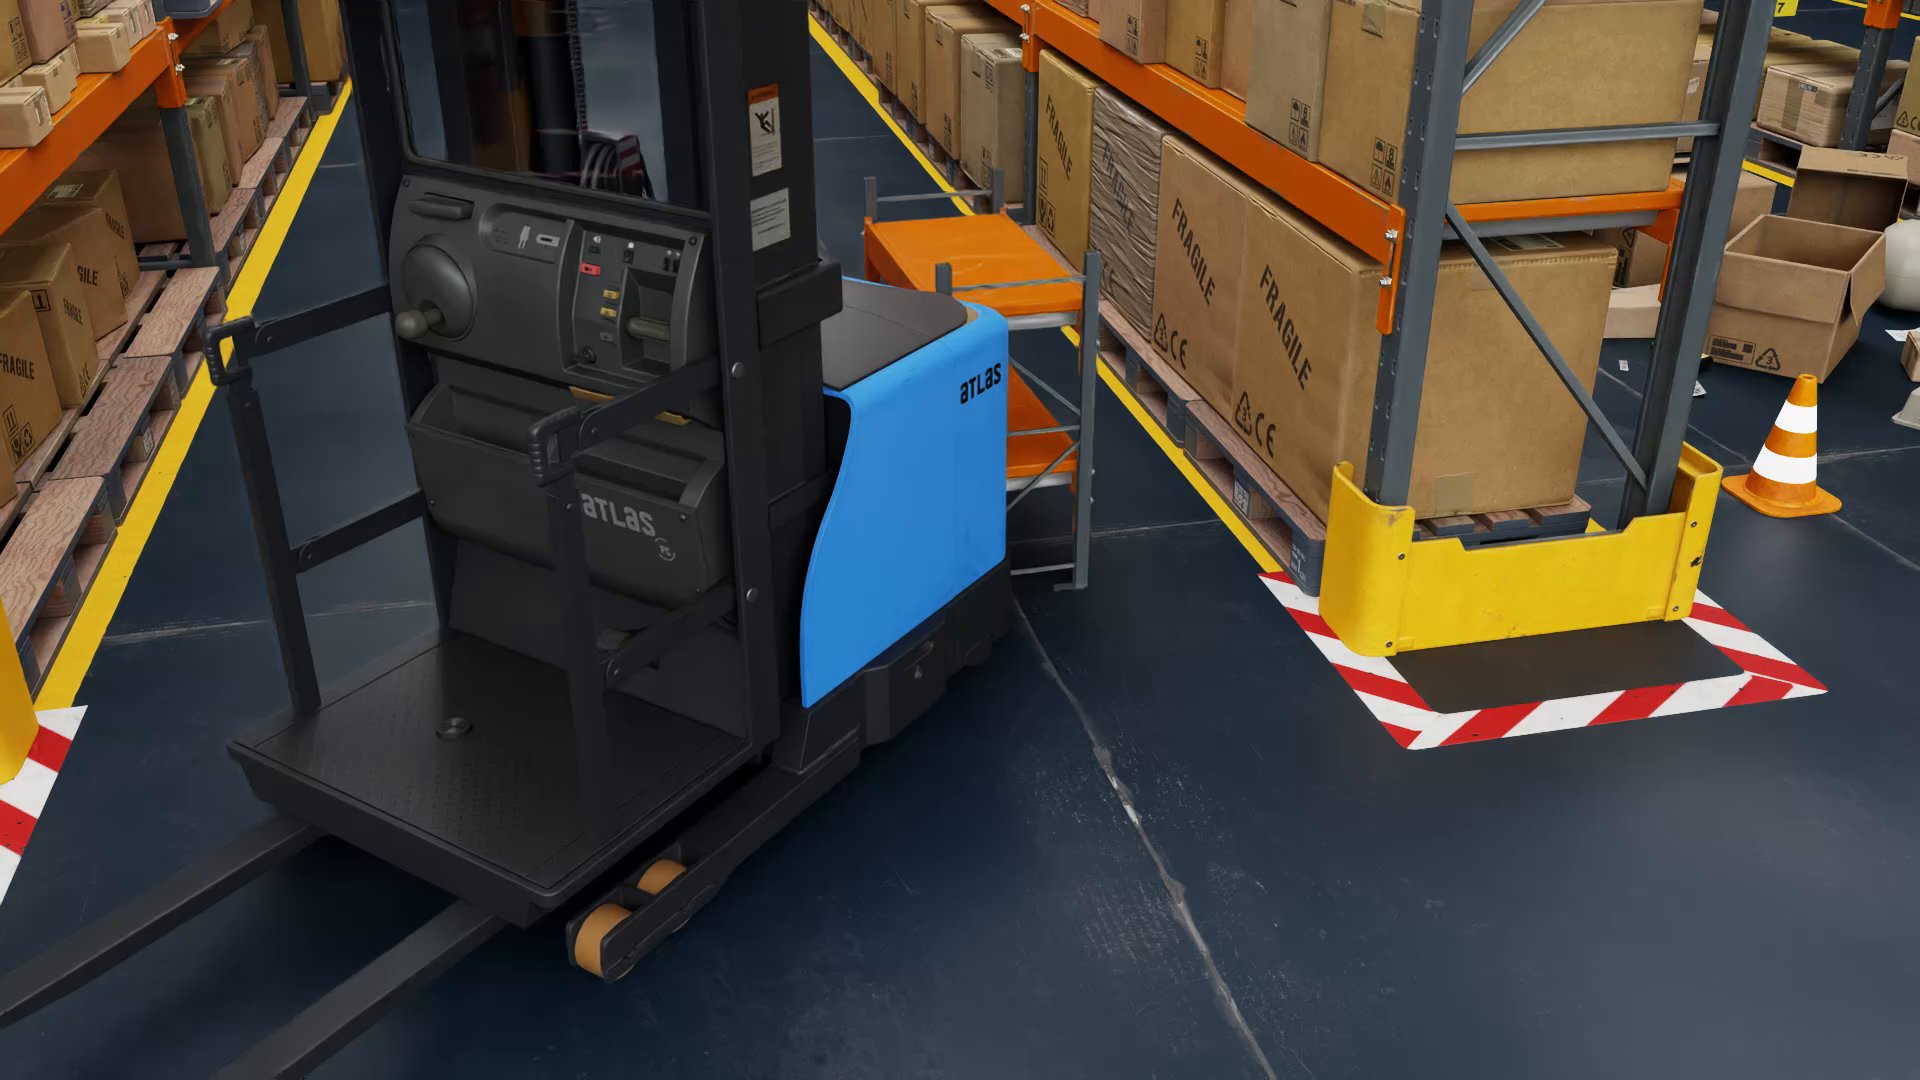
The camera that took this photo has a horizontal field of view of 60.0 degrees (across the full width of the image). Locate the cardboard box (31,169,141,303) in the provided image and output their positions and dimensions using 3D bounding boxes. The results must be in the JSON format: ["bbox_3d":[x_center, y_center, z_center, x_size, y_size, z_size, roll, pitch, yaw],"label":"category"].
[{"bbox_3d":[-3.976,-1.312,7.328,0.500,0.500,0.500,-7,28,-13],"label":"cardboard box"}]

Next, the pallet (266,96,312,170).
[{"bbox_3d":[-4.754,-2.588,10.642,1.003,0.211,1.213,-6,27,-12],"label":"pallet"}]

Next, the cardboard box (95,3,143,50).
[{"bbox_3d":[-3.645,-2.132,6.924,0.380,0.149,0.250,-6,27,-12],"label":"cardboard box"}]

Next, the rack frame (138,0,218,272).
[{"bbox_3d":[-4.027,-2.420,7.215,1.000,3.000,0.127,-6,27,-12],"label":"rack frame"}]

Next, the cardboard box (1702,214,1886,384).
[{"bbox_3d":[3.667,-1.070,7.311,0.637,0.503,0.797,19,32,32],"label":"cardboard box"}]

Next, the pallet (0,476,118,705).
[{"bbox_3d":[-3.292,0.188,5.144,1.003,0.211,1.213,-6,27,-12],"label":"pallet"}]

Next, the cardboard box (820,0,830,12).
[{"bbox_3d":[-0.946,-4.879,14.396,0.500,0.500,0.500,-5,27,-9],"label":"cardboard box"}]

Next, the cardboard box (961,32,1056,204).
[{"bbox_3d":[0.600,-2.326,9.059,1.050,0.750,0.750,-6,27,-12],"label":"cardboard box"}]

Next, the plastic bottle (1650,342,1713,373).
[{"bbox_3d":[3.130,-0.805,7.278,0.133,0.061,0.283,-16,31,-29],"label":"plastic bottle"}]

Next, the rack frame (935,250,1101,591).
[{"bbox_3d":[0.173,-0.328,5.151,0.500,1.125,0.032,-7,28,-13],"label":"rack frame"}]

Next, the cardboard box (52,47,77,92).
[{"bbox_3d":[-3.459,-1.689,6.047,0.380,0.149,0.250,-6,27,-12],"label":"cardboard box"}]

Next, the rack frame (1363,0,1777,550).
[{"bbox_3d":[1.729,-1.123,4.646,1.000,3.000,0.127,-6,27,-12],"label":"rack frame"}]

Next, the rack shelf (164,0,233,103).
[{"bbox_3d":[-4.478,-2.977,9.117,1.077,0.370,4.000,-6,27,-12],"label":"rack shelf"}]

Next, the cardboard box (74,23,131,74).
[{"bbox_3d":[-3.483,-1.918,6.500,0.380,0.149,0.250,-6,27,-12],"label":"cardboard box"}]

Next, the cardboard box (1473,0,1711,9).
[{"bbox_3d":[1.683,-1.839,4.699,0.875,0.550,0.550,-6,27,-12],"label":"cardboard box"}]

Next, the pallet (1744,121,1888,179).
[{"bbox_3d":[5.451,-2.523,10.514,1.003,0.211,1.213,-6,27,-12],"label":"pallet"}]

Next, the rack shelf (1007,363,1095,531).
[{"bbox_3d":[0.042,-0.331,5.699,0.538,0.278,1.000,-7,28,-13],"label":"rack shelf"}]

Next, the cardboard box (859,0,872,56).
[{"bbox_3d":[-0.477,-3.969,12.592,0.500,0.500,0.500,-6,27,-12],"label":"cardboard box"}]

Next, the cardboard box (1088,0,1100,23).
[{"bbox_3d":[1.069,-2.546,7.299,0.875,0.550,0.550,-6,27,-12],"label":"cardboard box"}]

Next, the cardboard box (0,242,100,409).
[{"bbox_3d":[-3.623,-0.796,6.307,0.500,0.500,0.500,-8,28,-16],"label":"cardboard box"}]

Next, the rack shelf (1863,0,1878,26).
[{"bbox_3d":[5.177,-3.983,11.110,1.077,0.370,4.000,-6,27,-12],"label":"rack shelf"}]

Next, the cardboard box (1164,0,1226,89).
[{"bbox_3d":[1.293,-2.075,6.365,0.875,0.550,0.500,-6,27,-12],"label":"cardboard box"}]

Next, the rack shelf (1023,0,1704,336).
[{"bbox_3d":[1.279,-1.680,6.548,1.077,0.370,4.000,-6,27,-12],"label":"rack shelf"}]

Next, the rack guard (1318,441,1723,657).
[{"bbox_3d":[1.735,0.003,5.188,1.175,0.500,0.348,-6,27,-12],"label":"rack guard"}]

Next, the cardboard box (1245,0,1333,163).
[{"bbox_3d":[1.456,-1.587,5.400,0.875,0.550,0.550,-6,27,-12],"label":"cardboard box"}]

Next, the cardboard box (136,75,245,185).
[{"bbox_3d":[-4.360,-2.229,9.123,0.700,0.500,0.500,-8,28,-16],"label":"cardboard box"}]

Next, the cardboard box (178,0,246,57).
[{"bbox_3d":[-4.619,-3.068,9.953,0.500,0.250,0.500,-3,27,-6],"label":"cardboard box"}]

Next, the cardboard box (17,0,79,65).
[{"bbox_3d":[-3.697,-1.961,5.865,0.875,0.500,0.500,-6,27,-12],"label":"cardboard box"}]

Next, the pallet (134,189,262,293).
[{"bbox_3d":[-4.204,-1.516,8.520,1.003,0.211,1.213,-6,27,-12],"label":"pallet"}]

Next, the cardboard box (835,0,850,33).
[{"bbox_3d":[-0.725,-4.428,13.501,0.500,0.500,0.500,-7,28,-14],"label":"cardboard box"}]

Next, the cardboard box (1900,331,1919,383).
[{"bbox_3d":[4.266,-0.767,7.105,0.380,0.149,0.250,8,28,15],"label":"cardboard box"}]

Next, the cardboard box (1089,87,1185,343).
[{"bbox_3d":[1.108,-1.439,7.165,0.875,0.875,0.875,-6,27,-11],"label":"cardboard box"}]

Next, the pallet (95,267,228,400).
[{"bbox_3d":[-3.841,-0.884,7.266,1.003,0.211,1.213,-6,27,-12],"label":"pallet"}]

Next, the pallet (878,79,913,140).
[{"bbox_3d":[0.031,-3.036,11.532,1.003,0.211,1.213,-6,27,-12],"label":"pallet"}]

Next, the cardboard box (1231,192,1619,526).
[{"bbox_3d":[1.512,-0.653,5.607,0.875,0.875,0.875,-6,27,-11],"label":"cardboard box"}]

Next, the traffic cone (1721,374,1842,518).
[{"bbox_3d":[2.993,-0.368,5.965,0.336,0.463,0.334,-6,27,-12],"label":"traffic cone"}]

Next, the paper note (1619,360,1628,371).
[{"bbox_3d":[2.893,-0.761,7.247,0.032,0.001,0.123,8,28,15],"label":"paper note"}]

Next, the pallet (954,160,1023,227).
[{"bbox_3d":[0.581,-1.965,9.409,1.003,0.211,1.213,-6,27,-12],"label":"pallet"}]

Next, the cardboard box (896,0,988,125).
[{"bbox_3d":[0.176,-3.158,10.709,1.050,0.750,0.750,-6,27,-11],"label":"cardboard box"}]

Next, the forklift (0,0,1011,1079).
[{"bbox_3d":[-1.061,-0.553,3.594,1.130,2.935,3.031,16,31,29],"label":"forklift"}]

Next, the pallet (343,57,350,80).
[{"bbox_3d":[-5.304,-3.819,13.082,1.003,0.211,1.213,-6,27,-12],"label":"pallet"}]

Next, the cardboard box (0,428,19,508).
[{"bbox_3d":[-3.418,-0.270,5.264,0.500,0.500,0.500,1,27,2],"label":"cardboard box"}]

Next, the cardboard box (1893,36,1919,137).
[{"bbox_3d":[5.498,-2.434,8.997,0.500,0.500,0.500,-5,27,-9],"label":"cardboard box"}]

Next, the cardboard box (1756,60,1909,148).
[{"bbox_3d":[5.507,-2.670,10.162,0.950,0.372,0.625,-6,27,-11],"label":"cardboard box"}]

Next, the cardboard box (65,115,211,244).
[{"bbox_3d":[-4.145,-1.772,8.217,0.700,0.500,0.500,-8,28,-16],"label":"cardboard box"}]

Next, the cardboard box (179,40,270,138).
[{"bbox_3d":[-4.621,-2.722,10.100,0.700,0.500,0.500,-8,28,-16],"label":"cardboard box"}]

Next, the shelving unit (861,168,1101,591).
[{"bbox_3d":[0.042,-0.549,5.589,0.538,1.125,1.048,-7,28,-13],"label":"shelving unit"}]

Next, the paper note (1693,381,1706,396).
[{"bbox_3d":[3.039,-0.639,6.985,0.144,0.017,0.142,3,27,6],"label":"paper note"}]

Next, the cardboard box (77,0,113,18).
[{"bbox_3d":[-3.986,-2.393,6.722,0.875,0.500,0.500,-6,27,-12],"label":"cardboard box"}]

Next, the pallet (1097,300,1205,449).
[{"bbox_3d":[1.202,-0.756,7.013,1.003,0.211,1.213,-6,27,-12],"label":"pallet"}]

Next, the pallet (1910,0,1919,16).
[{"bbox_3d":[9.430,-4.774,14.975,1.003,0.211,1.213,-6,27,-12],"label":"pallet"}]

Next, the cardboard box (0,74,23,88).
[{"bbox_3d":[-3.387,-1.465,5.603,0.380,0.149,0.250,-6,27,-12],"label":"cardboard box"}]

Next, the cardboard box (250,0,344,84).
[{"bbox_3d":[-5.064,-3.720,11.683,1.225,0.875,0.875,-7,28,-14],"label":"cardboard box"}]

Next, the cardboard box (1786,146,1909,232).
[{"bbox_3d":[4.544,-1.703,8.566,0.500,0.500,0.500,13,30,24],"label":"cardboard box"}]

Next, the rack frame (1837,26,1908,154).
[{"bbox_3d":[5.628,-3.426,9.209,1.000,3.000,0.127,-6,27,-12],"label":"rack frame"}]

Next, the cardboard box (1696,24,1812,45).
[{"bbox_3d":[5.183,-3.291,11.391,0.950,0.372,0.625,-5,27,-10],"label":"cardboard box"}]

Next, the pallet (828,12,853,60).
[{"bbox_3d":[-0.520,-4.268,13.971,1.003,0.211,1.213,-6,27,-12],"label":"pallet"}]
